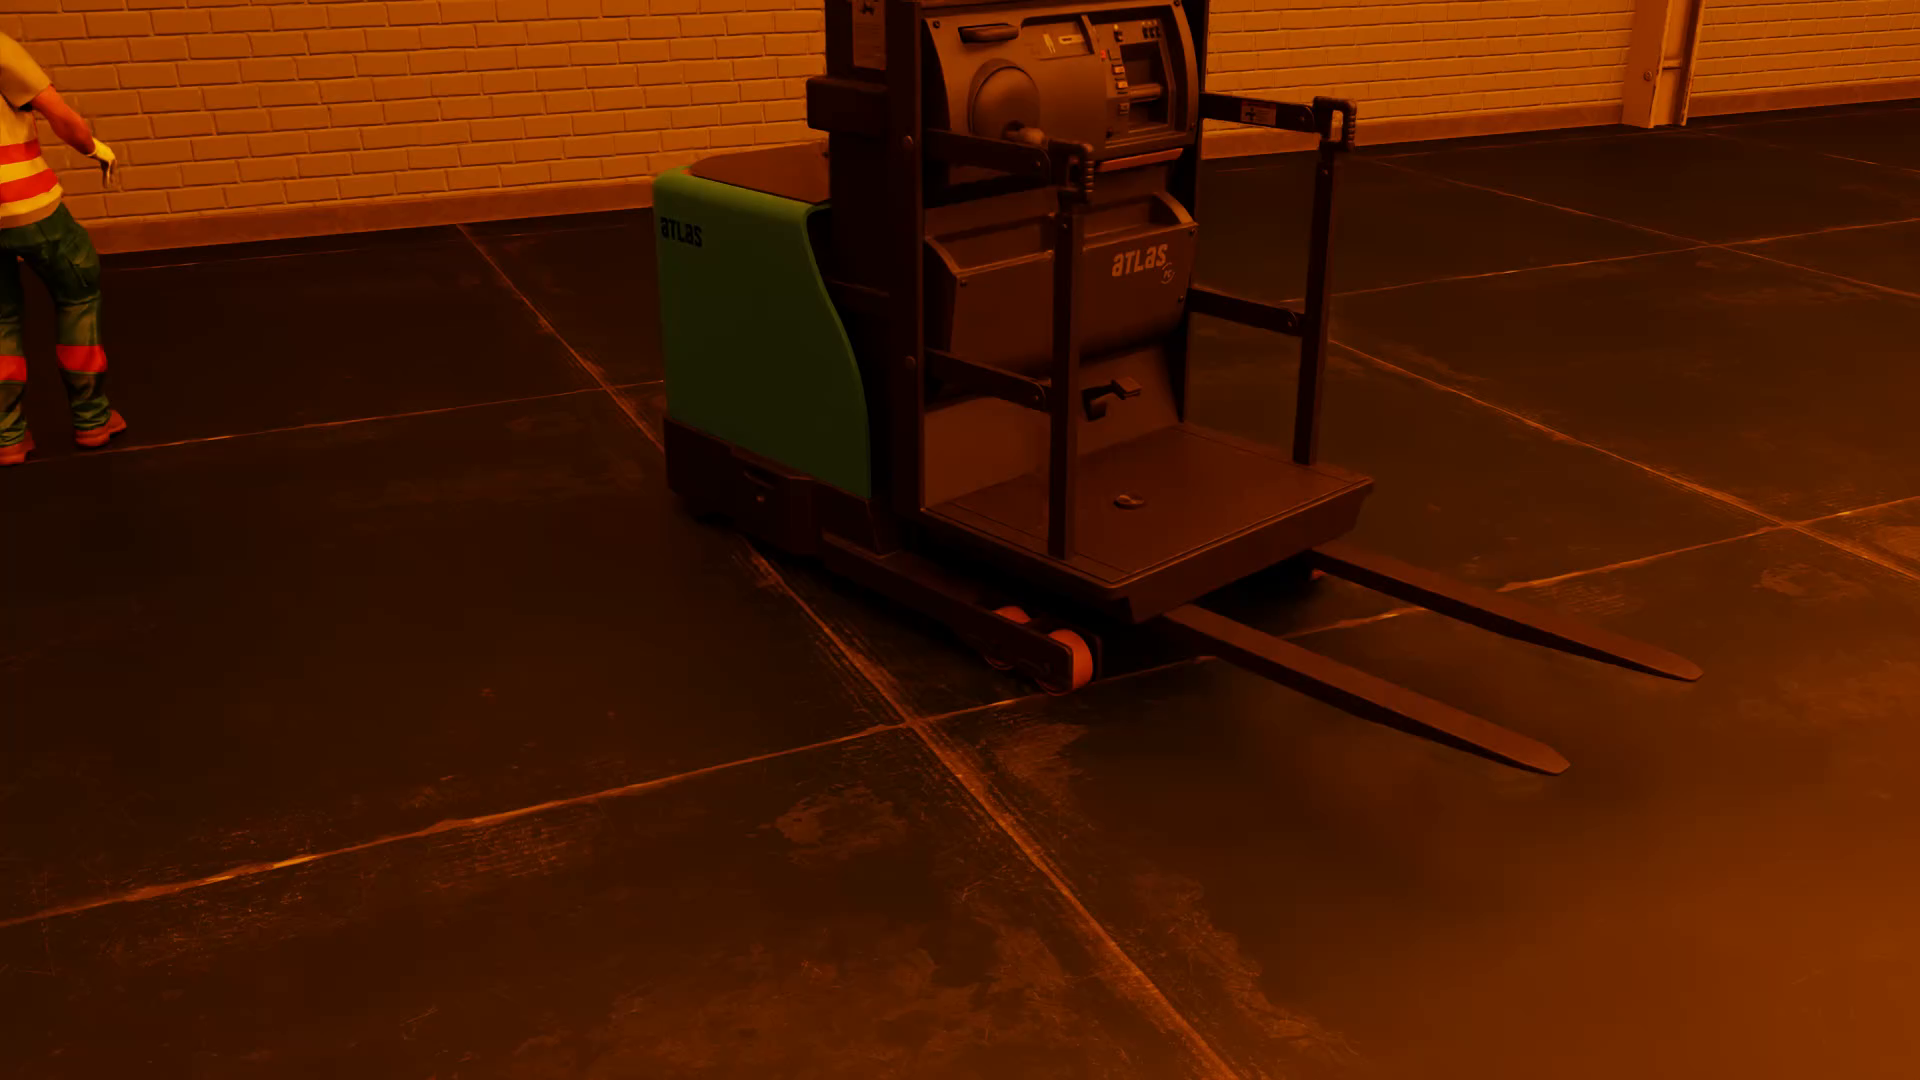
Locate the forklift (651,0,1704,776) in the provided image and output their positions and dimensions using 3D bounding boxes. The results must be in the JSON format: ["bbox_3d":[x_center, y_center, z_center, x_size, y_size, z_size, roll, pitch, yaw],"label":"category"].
[{"bbox_3d":[0.428,-1.184,4.136,1.130,2.935,3.031,-20,30,-39],"label":"forklift"}]

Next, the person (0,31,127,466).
[{"bbox_3d":[-3.226,-1.119,5.577,0.763,1.728,0.520,0,23,1],"label":"person"}]
